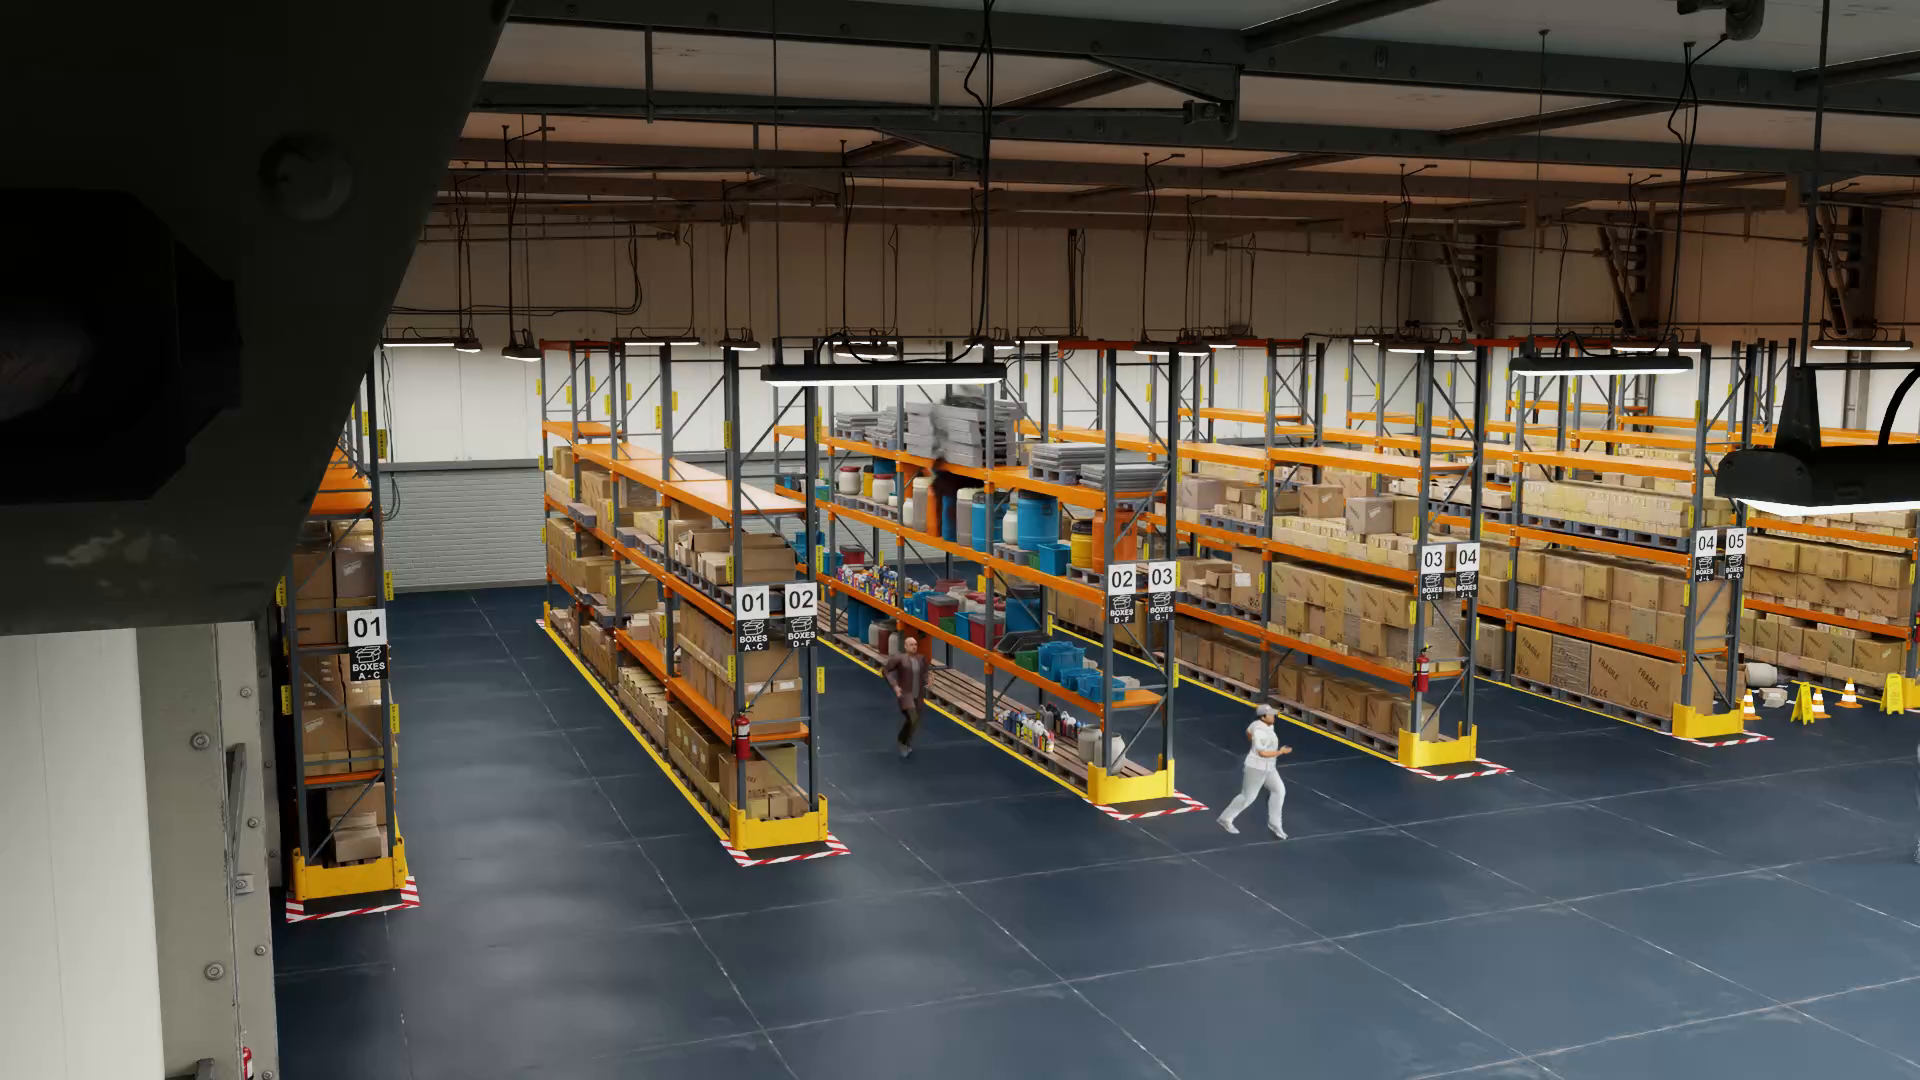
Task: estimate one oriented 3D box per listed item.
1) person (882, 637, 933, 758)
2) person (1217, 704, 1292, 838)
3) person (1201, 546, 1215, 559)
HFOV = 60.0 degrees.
[{"bbox_3d":[-0.716,2.306,24.328,0.680,1.777,0.741,-5,9,-36],"label":"person"},{"bbox_3d":[3.658,2.854,20.554,0.881,1.716,0.612,3,8,20],"label":"person"},{"bbox_3d":[6.336,0.015,42.148,0.621,1.691,0.675,-2,8,-15],"label":"person"}]
